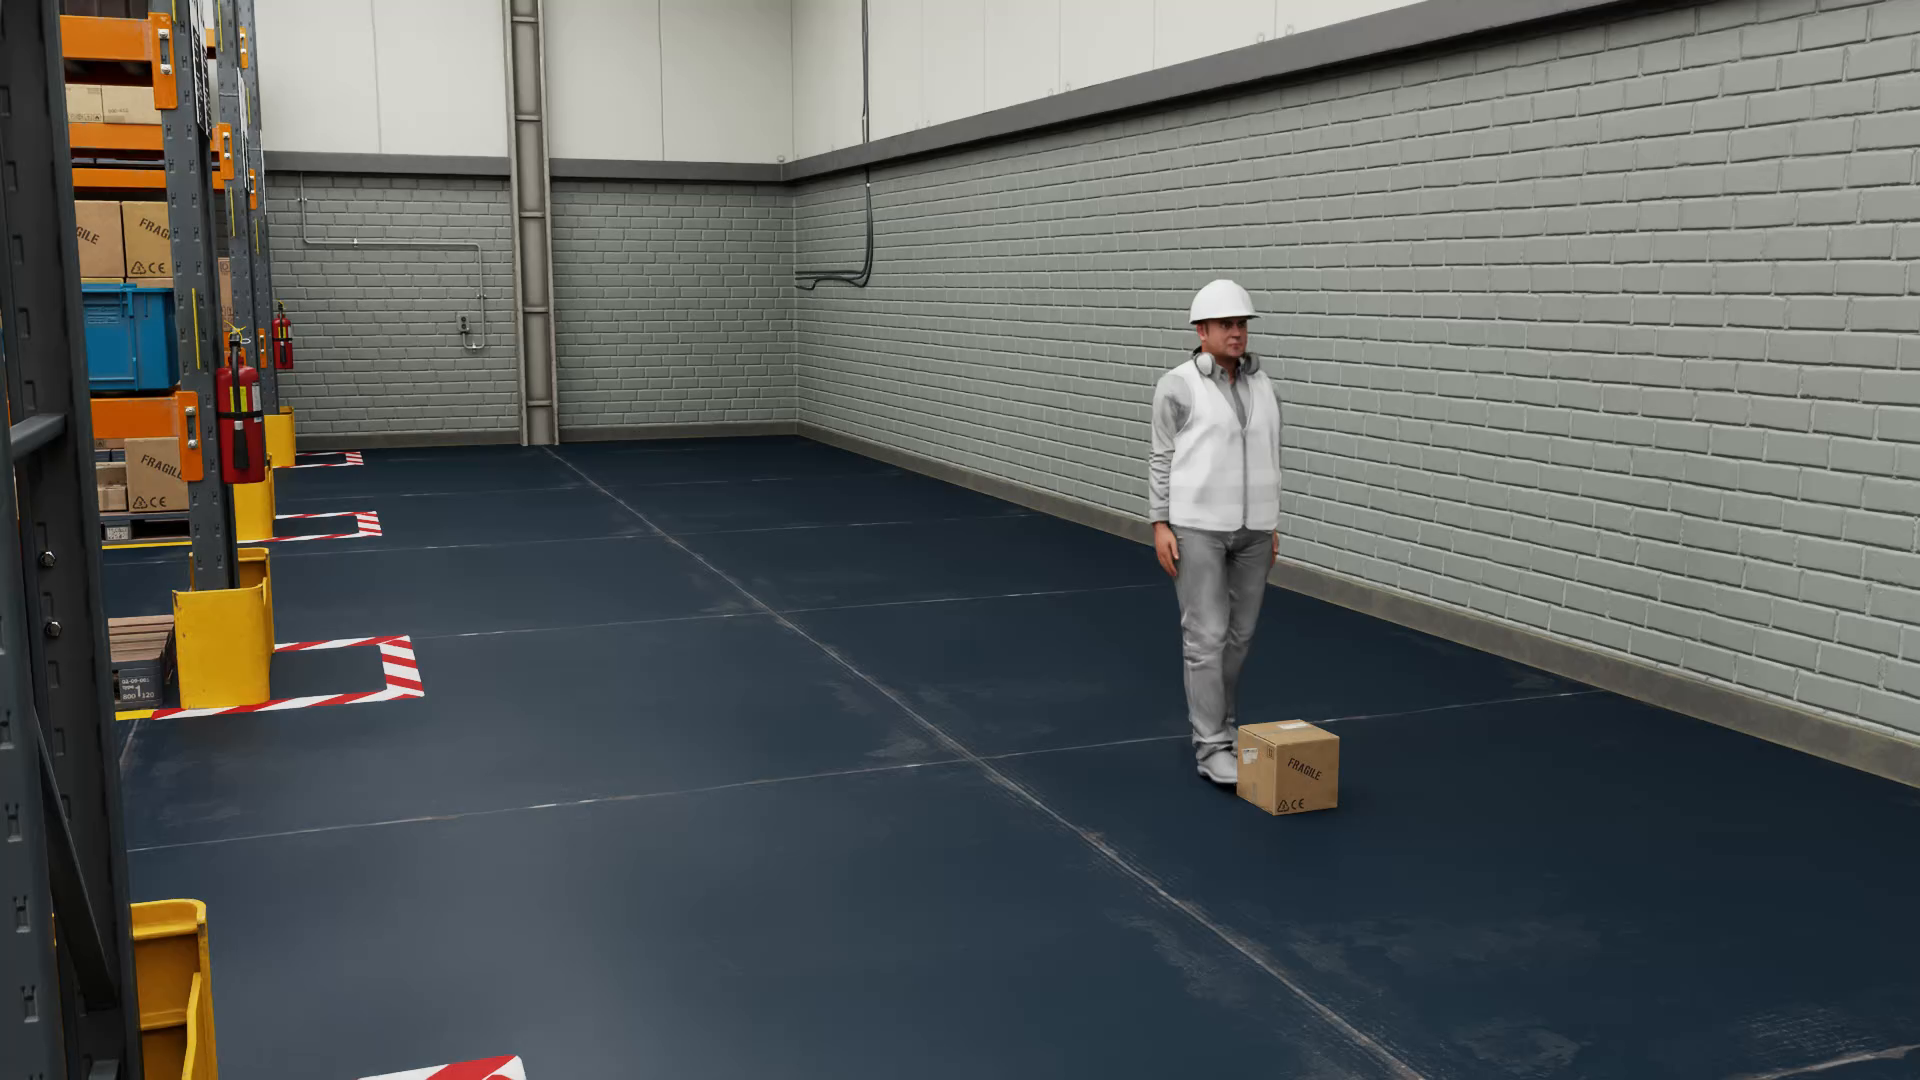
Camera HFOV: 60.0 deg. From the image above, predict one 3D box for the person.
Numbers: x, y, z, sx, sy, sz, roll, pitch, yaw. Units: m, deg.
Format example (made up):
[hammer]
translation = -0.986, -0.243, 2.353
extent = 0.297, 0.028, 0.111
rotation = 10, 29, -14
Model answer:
[person]
translation = 0.966, -0.039, 5.992
extent = 0.553, 1.777, 0.660
rotation = -3, 9, -20
